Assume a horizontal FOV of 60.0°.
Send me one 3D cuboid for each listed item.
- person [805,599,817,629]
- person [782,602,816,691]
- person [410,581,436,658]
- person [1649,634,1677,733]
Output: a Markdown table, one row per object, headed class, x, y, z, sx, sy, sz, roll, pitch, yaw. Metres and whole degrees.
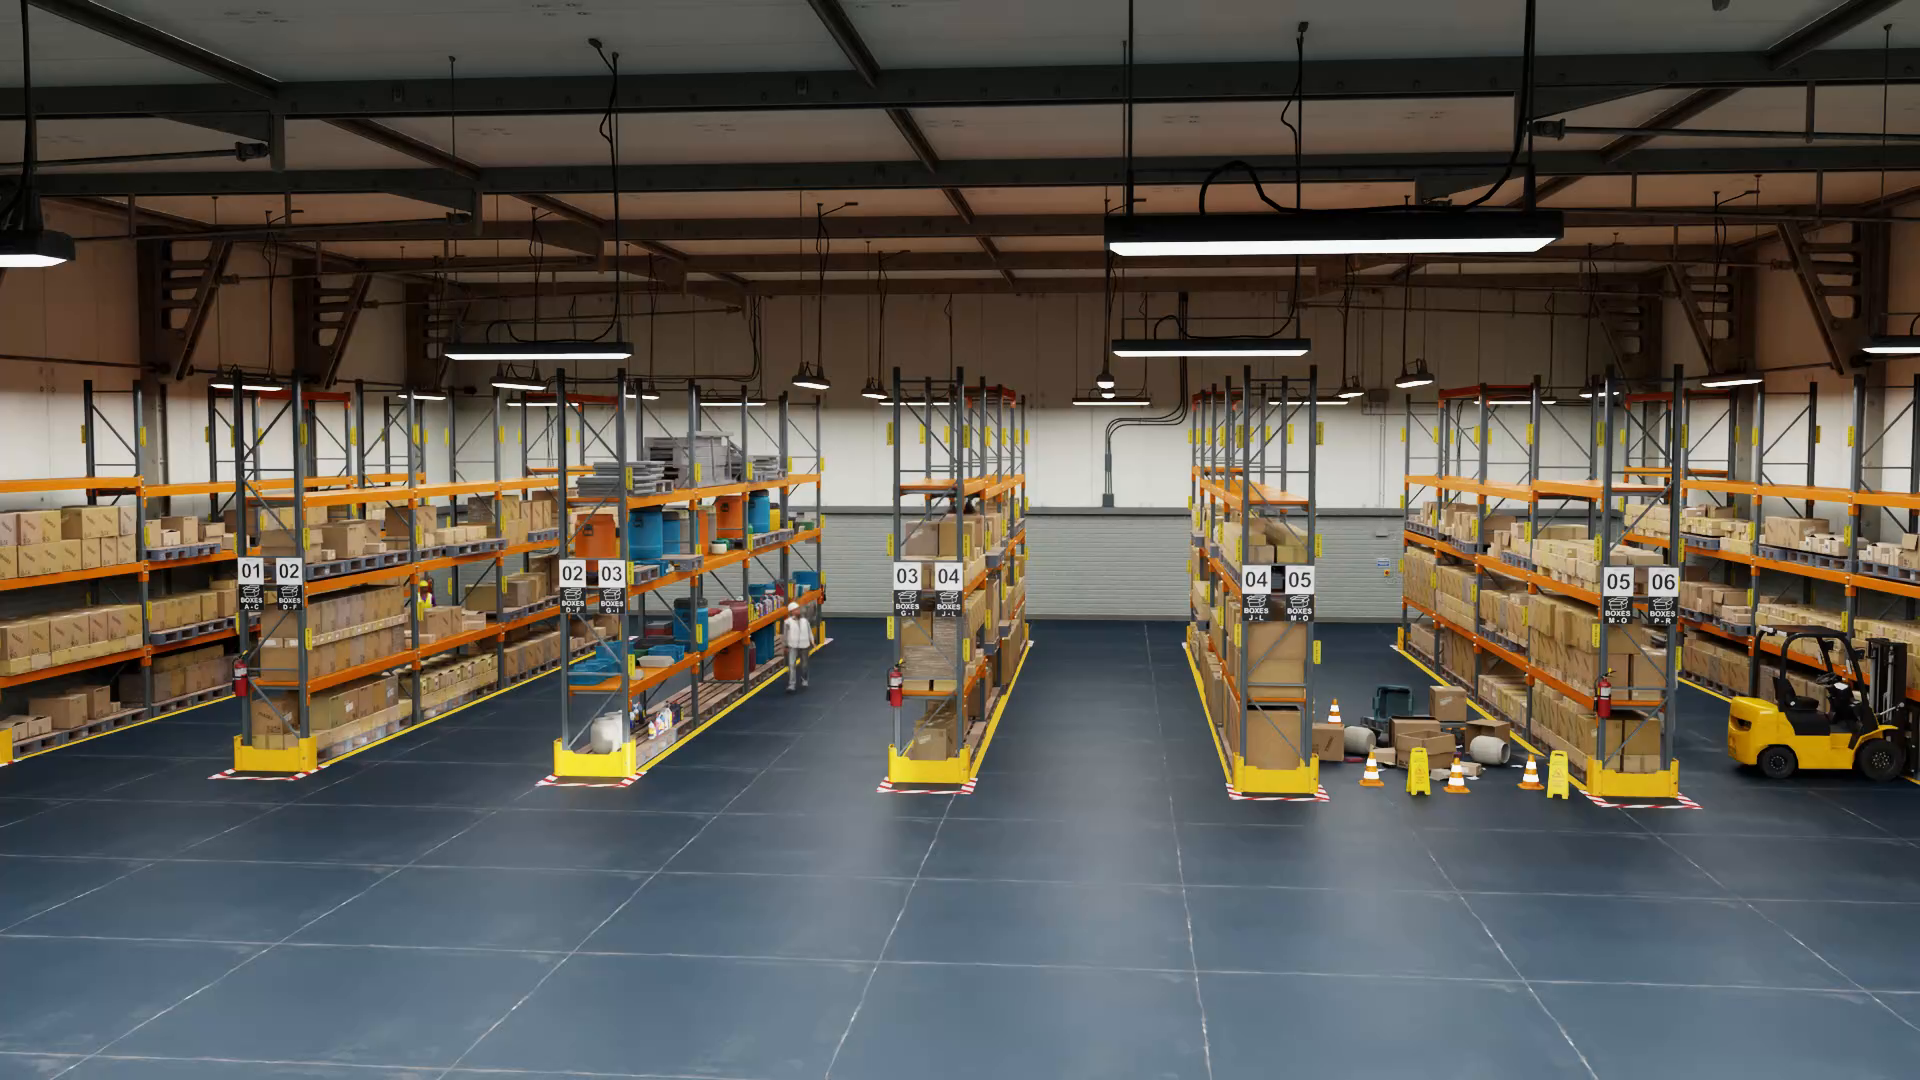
| class | x | y | z | sx | sy | sz | roll | pitch | yaw |
| --- | --- | --- | --- | --- | --- | --- | --- | --- | --- |
| person | -3.729 | 1.619 | 41.614 | 0.471 | 1.609 | 0.457 | 0 | 4 | 4 |
| person | -3.151 | 2.087 | 32.664 | 0.679 | 1.713 | 1.044 | 0 | 4 | 3 |
| person | -12.198 | 1.783 | 37.804 | 0.508 | 1.723 | 0.856 | 0 | 4 | 2 |
| person | 11.837 | 2.457 | 28.128 | 0.606 | 1.711 | 0.625 | 0 | 4 | 4 |
